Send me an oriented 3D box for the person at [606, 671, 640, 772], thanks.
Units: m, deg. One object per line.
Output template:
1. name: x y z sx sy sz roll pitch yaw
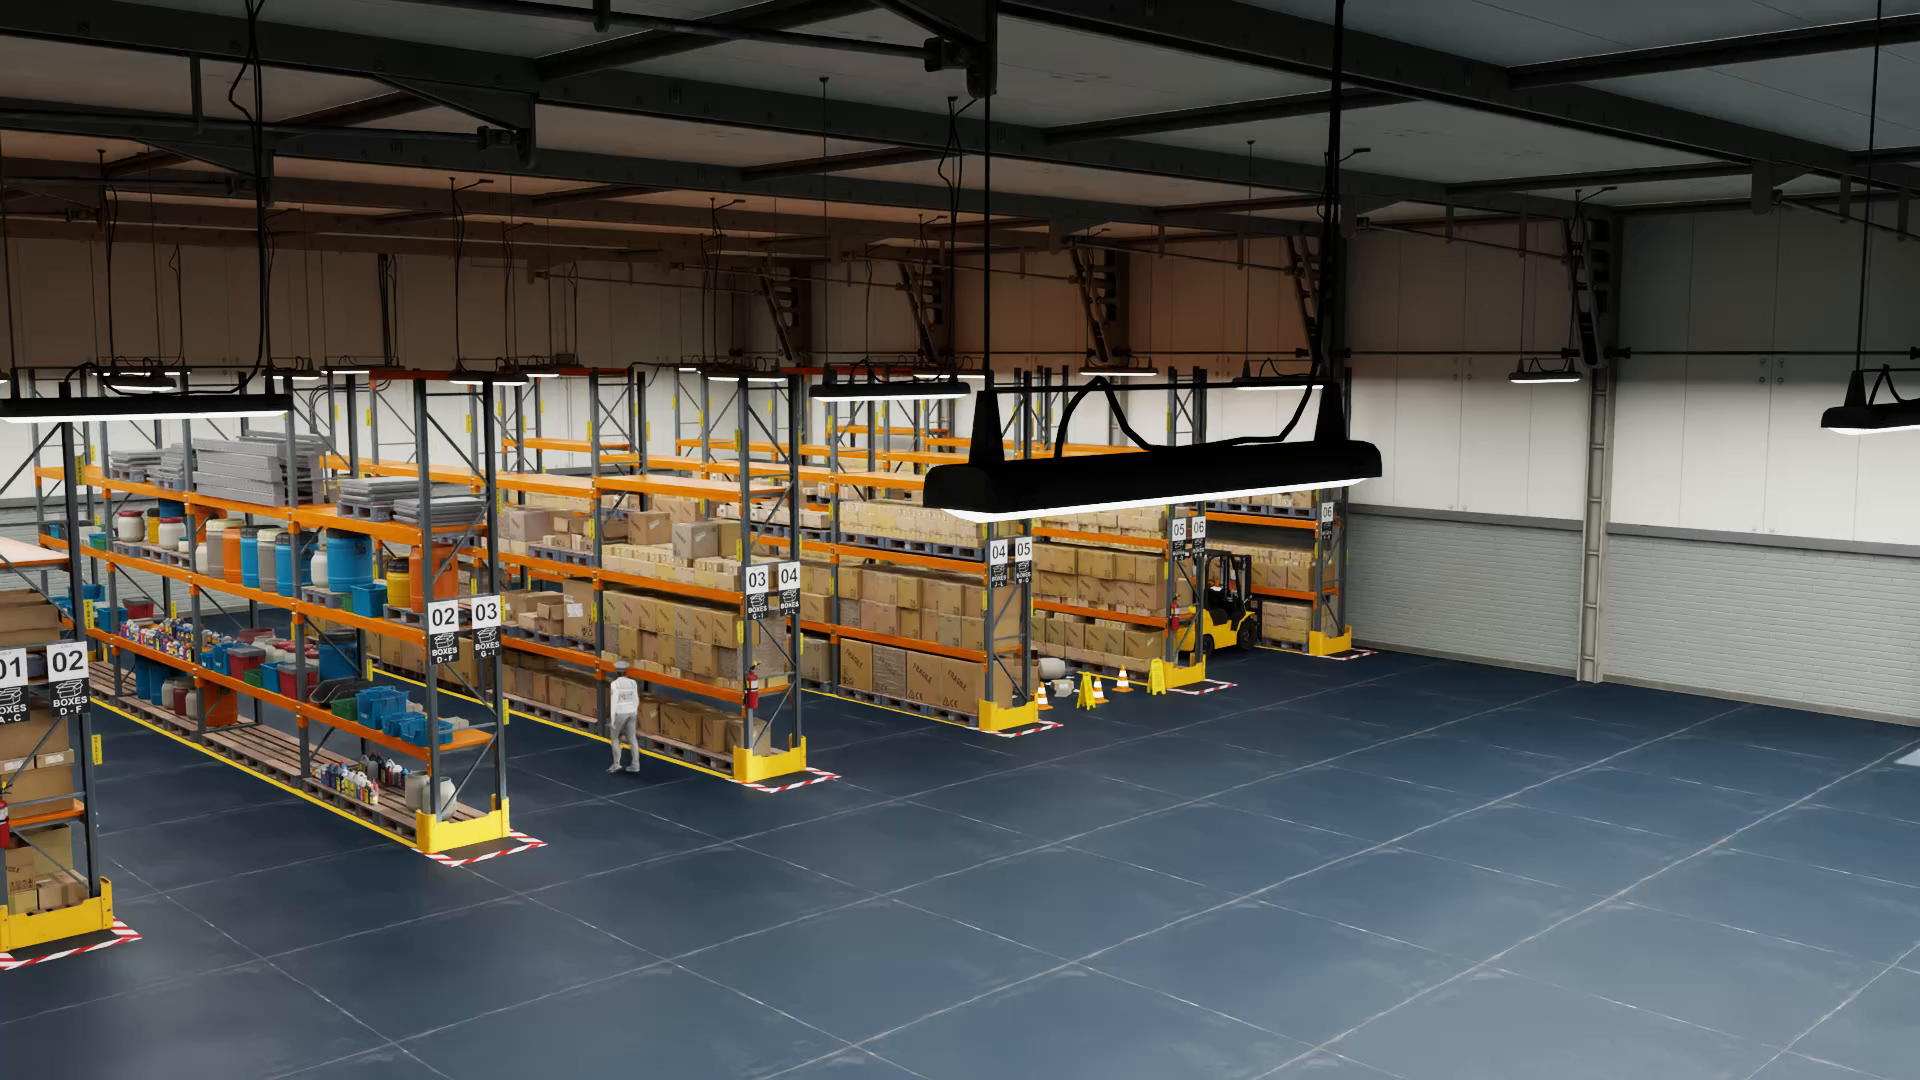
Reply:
1. person: -5.065 2.711 25.118 0.580 1.703 0.532 6 9 41
